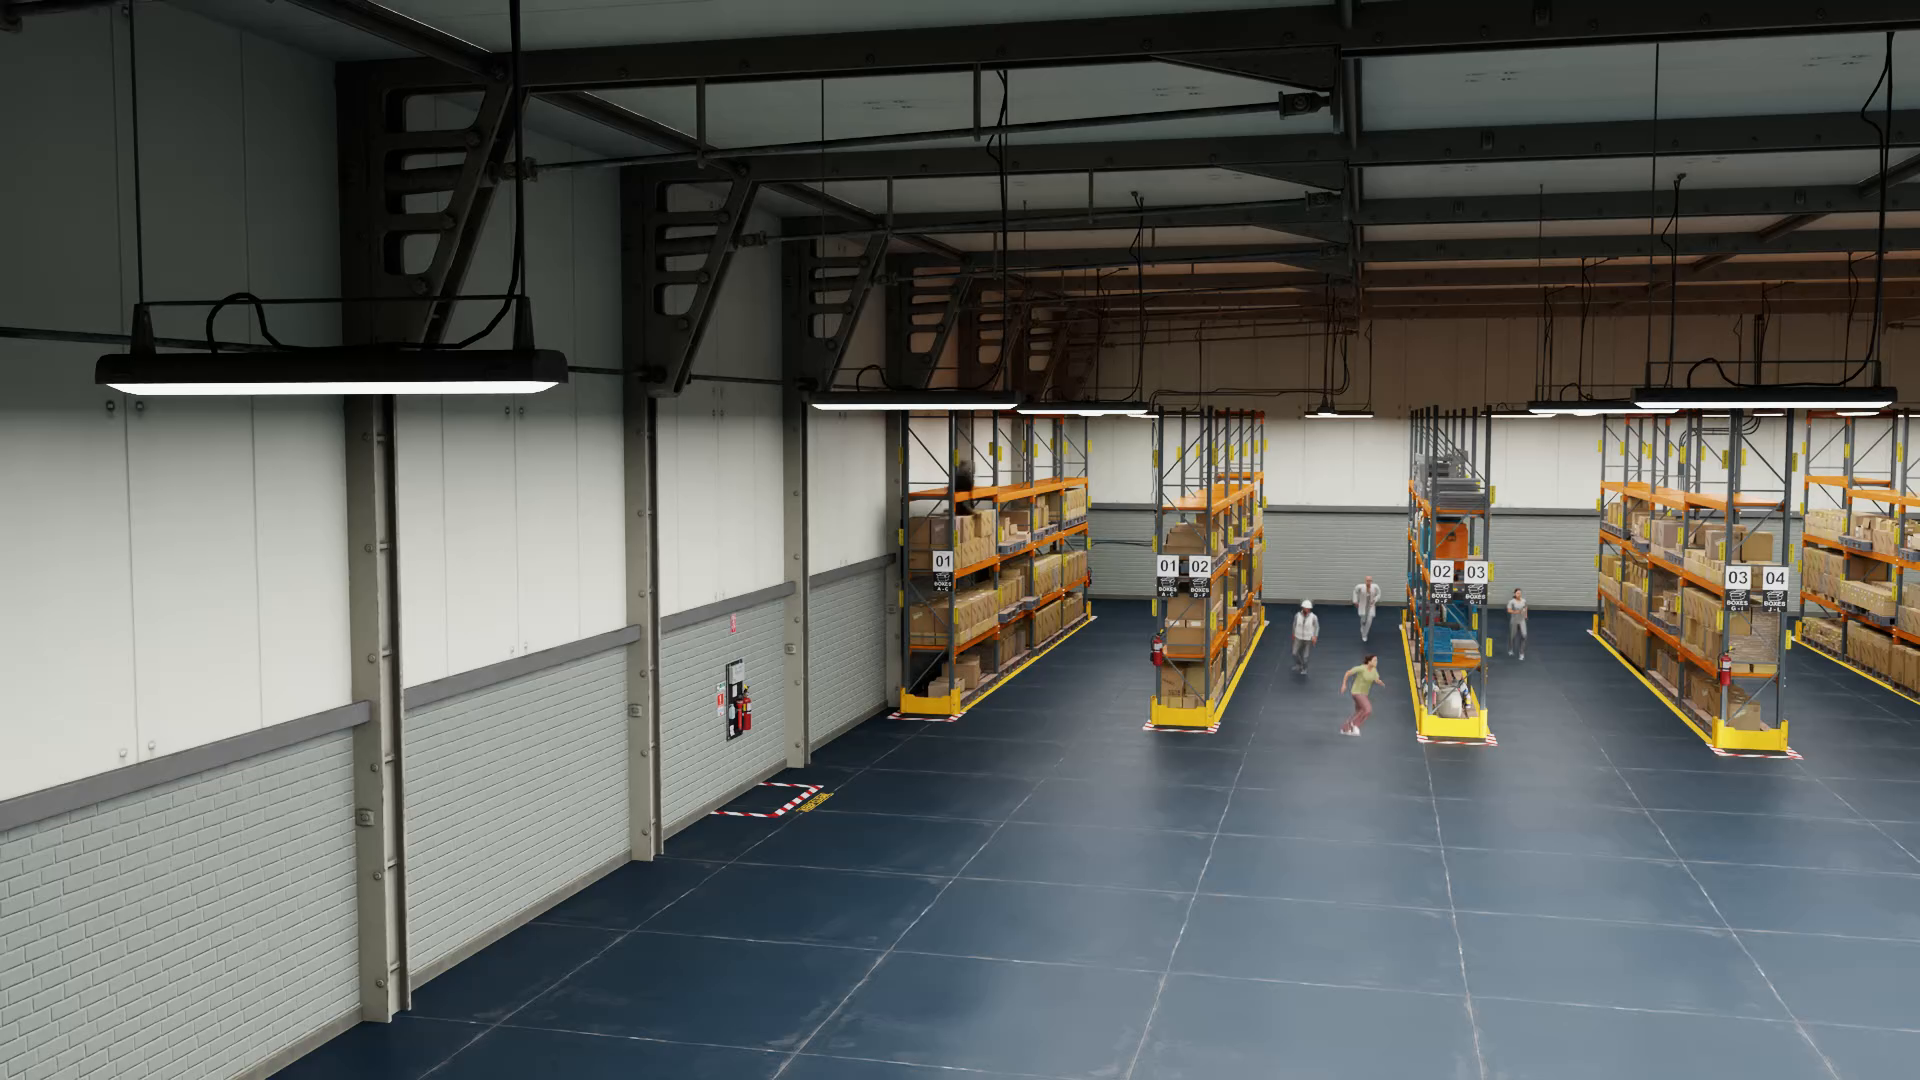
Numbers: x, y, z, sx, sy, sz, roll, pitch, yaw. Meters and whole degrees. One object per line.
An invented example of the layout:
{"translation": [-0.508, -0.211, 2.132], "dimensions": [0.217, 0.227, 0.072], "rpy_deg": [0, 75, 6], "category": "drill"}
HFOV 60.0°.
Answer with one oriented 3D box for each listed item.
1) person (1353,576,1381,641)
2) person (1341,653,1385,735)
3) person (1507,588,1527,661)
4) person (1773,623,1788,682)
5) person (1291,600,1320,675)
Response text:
{"translation": [10.620, 1.776, 43.415], "dimensions": [0.696, 1.711, 0.793], "rpy_deg": [0, 4, 4], "category": "person"}
{"translation": [7.268, 2.790, 30.004], "dimensions": [0.586, 1.537, 0.881], "rpy_deg": [-3, 5, -40], "category": "person"}
{"translation": [13.421, 2.014, 40.034], "dimensions": [0.549, 1.721, 0.838], "rpy_deg": [0, 4, 0], "category": "person"}
{"translation": [17.992, 2.310, 36.636], "dimensions": [0.427, 1.606, 0.789], "rpy_deg": [0, 4, 0], "category": "person"}
{"translation": [7.718, 2.190, 37.223], "dimensions": [0.675, 1.722, 0.653], "rpy_deg": [2, 4, 20], "category": "person"}
